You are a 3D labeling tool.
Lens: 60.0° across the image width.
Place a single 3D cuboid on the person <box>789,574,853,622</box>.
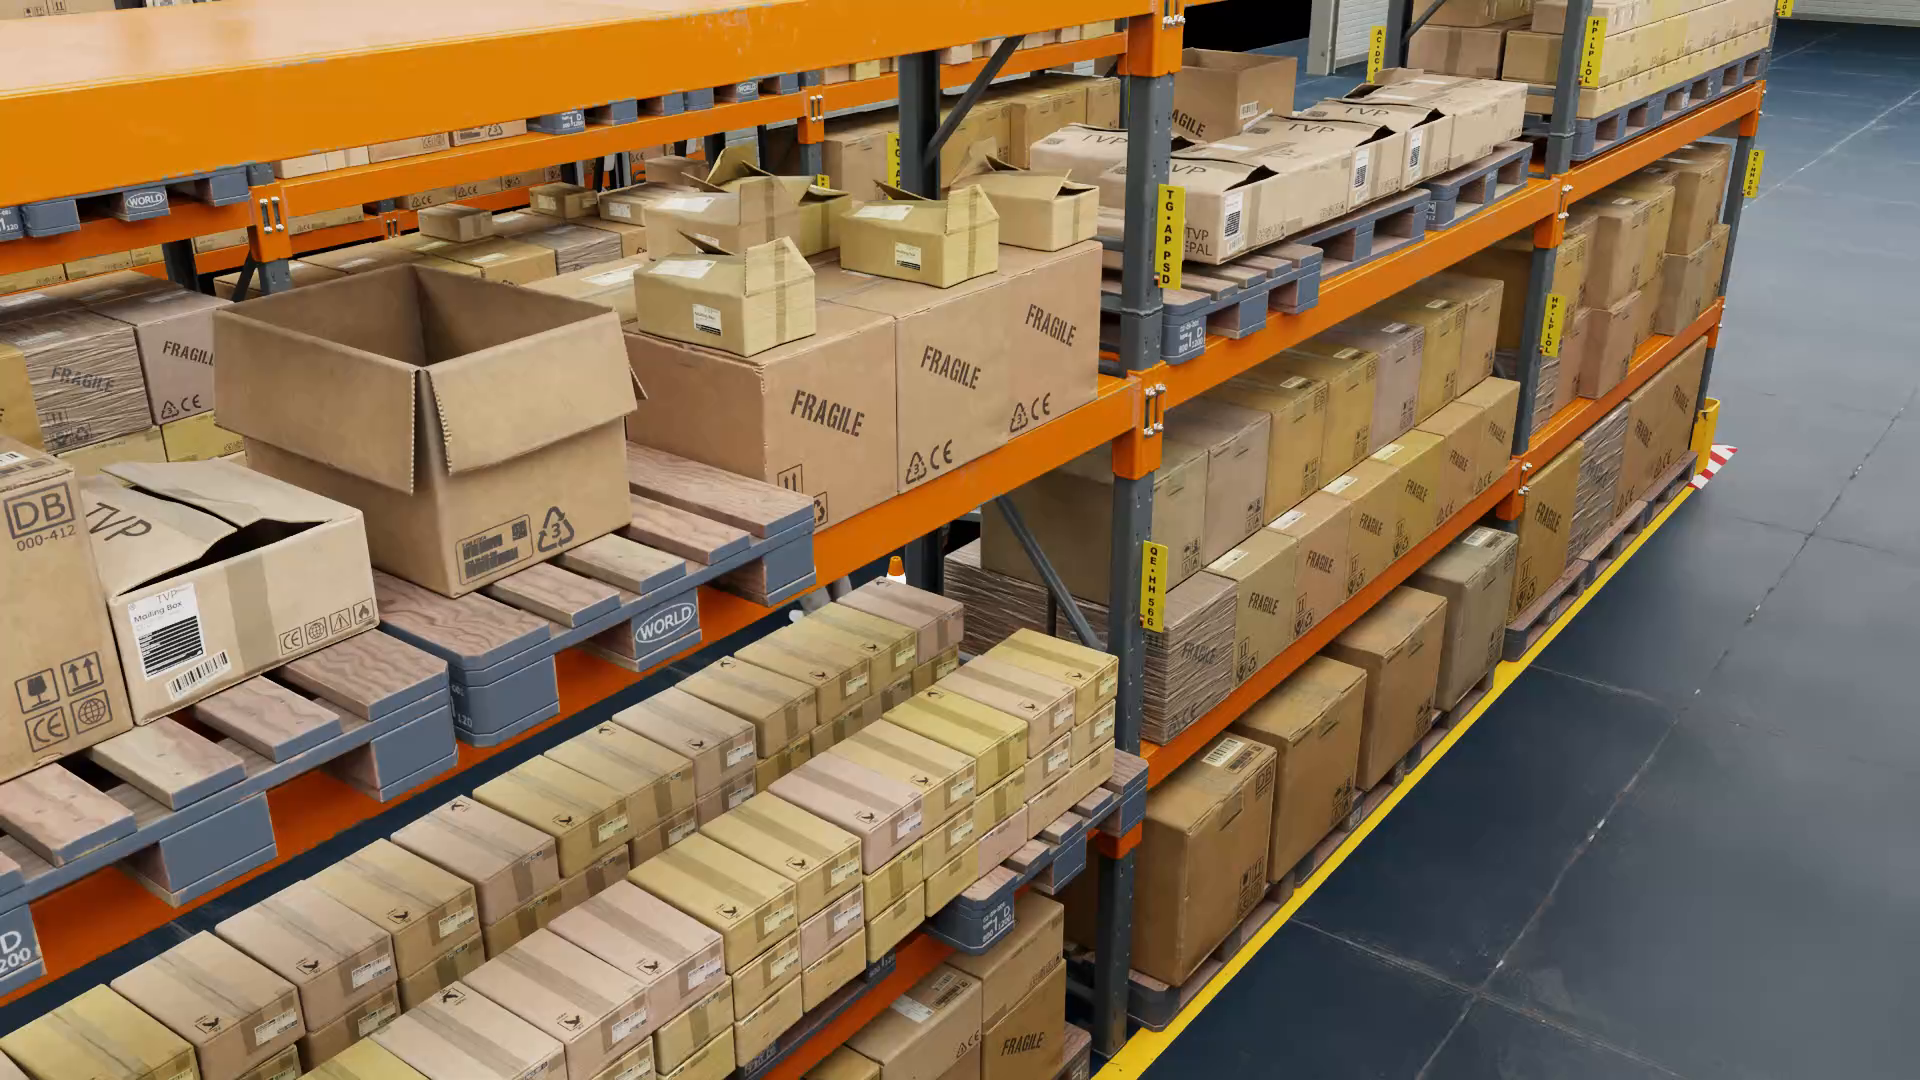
[{"bbox_3d":[-0.982,-0.201,9.931,0.772,1.384,0.409,16,28,32],"label":"person"}]
